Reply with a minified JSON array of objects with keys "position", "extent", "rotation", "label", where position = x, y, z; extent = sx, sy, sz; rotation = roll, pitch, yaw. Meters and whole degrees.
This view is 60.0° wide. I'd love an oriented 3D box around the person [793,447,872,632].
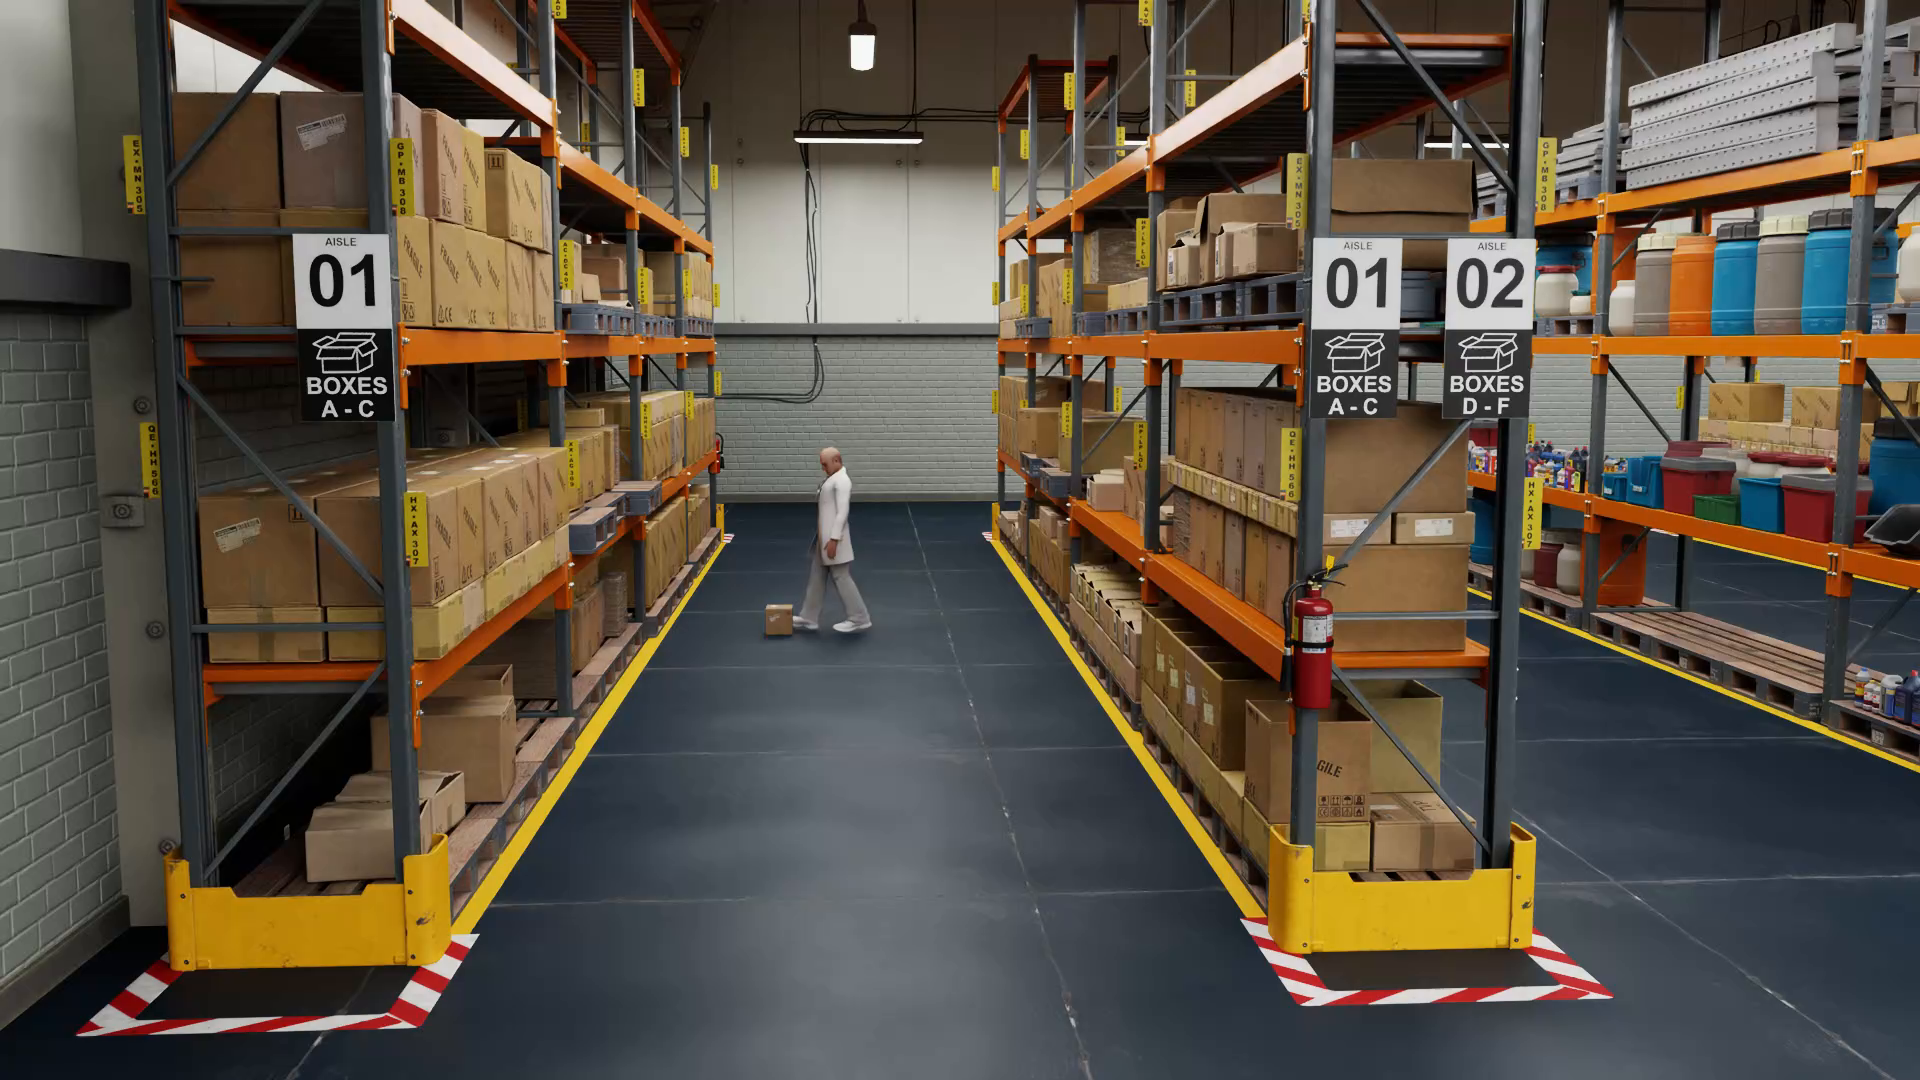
[{"position":[-1.271,-0.006,15.787],"extent":[0.840,1.752,0.635],"rotation":[-1,7,-11],"label":"person"}]
